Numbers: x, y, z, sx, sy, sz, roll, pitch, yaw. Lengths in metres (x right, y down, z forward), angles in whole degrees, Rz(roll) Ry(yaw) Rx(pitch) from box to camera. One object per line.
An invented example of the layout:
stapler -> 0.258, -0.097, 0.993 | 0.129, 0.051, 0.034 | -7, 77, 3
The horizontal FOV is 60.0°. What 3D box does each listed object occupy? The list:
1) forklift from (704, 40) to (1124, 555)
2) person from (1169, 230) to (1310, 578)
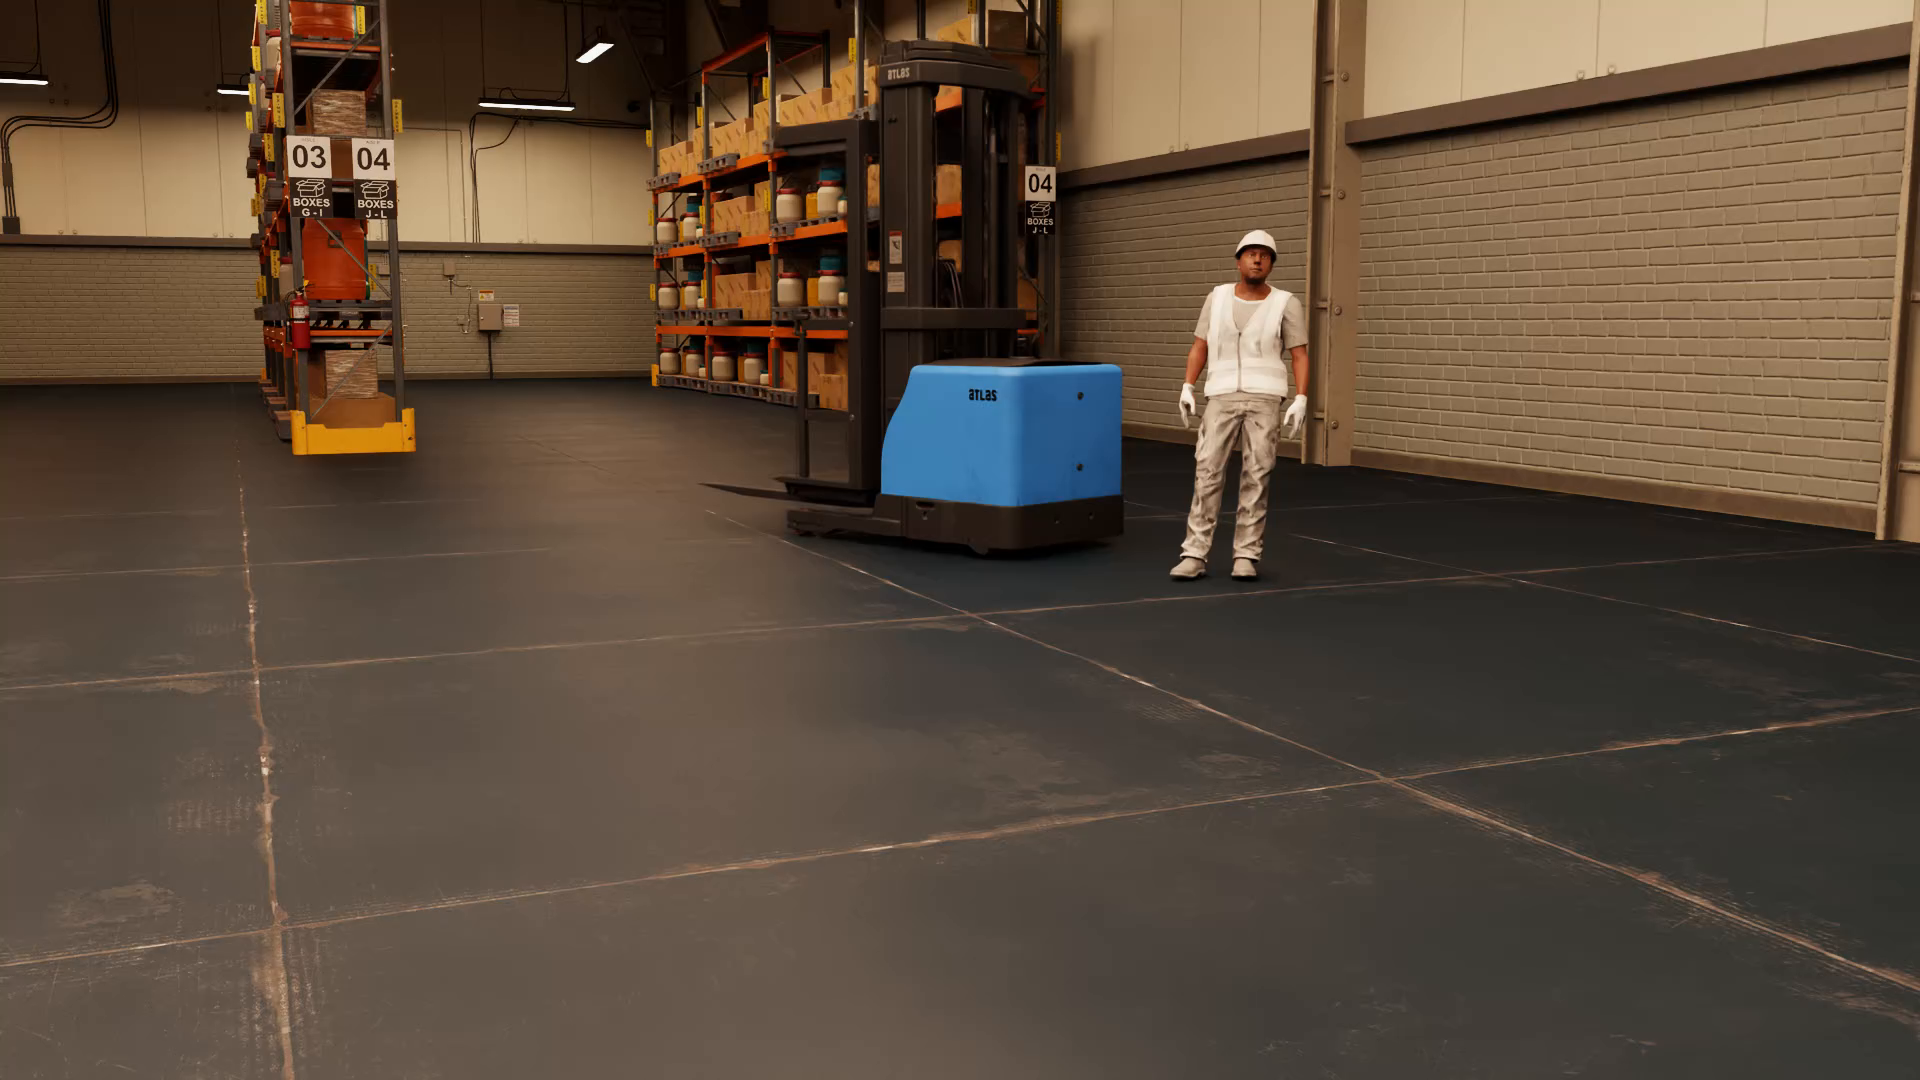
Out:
forklift -> -0.436, -1.509, 10.383 | 3.031, 2.935, 1.130 | 7, 10, 44
person -> 1.450, -0.697, 8.568 | 0.656, 1.783, 0.575 | 3, 8, 19
